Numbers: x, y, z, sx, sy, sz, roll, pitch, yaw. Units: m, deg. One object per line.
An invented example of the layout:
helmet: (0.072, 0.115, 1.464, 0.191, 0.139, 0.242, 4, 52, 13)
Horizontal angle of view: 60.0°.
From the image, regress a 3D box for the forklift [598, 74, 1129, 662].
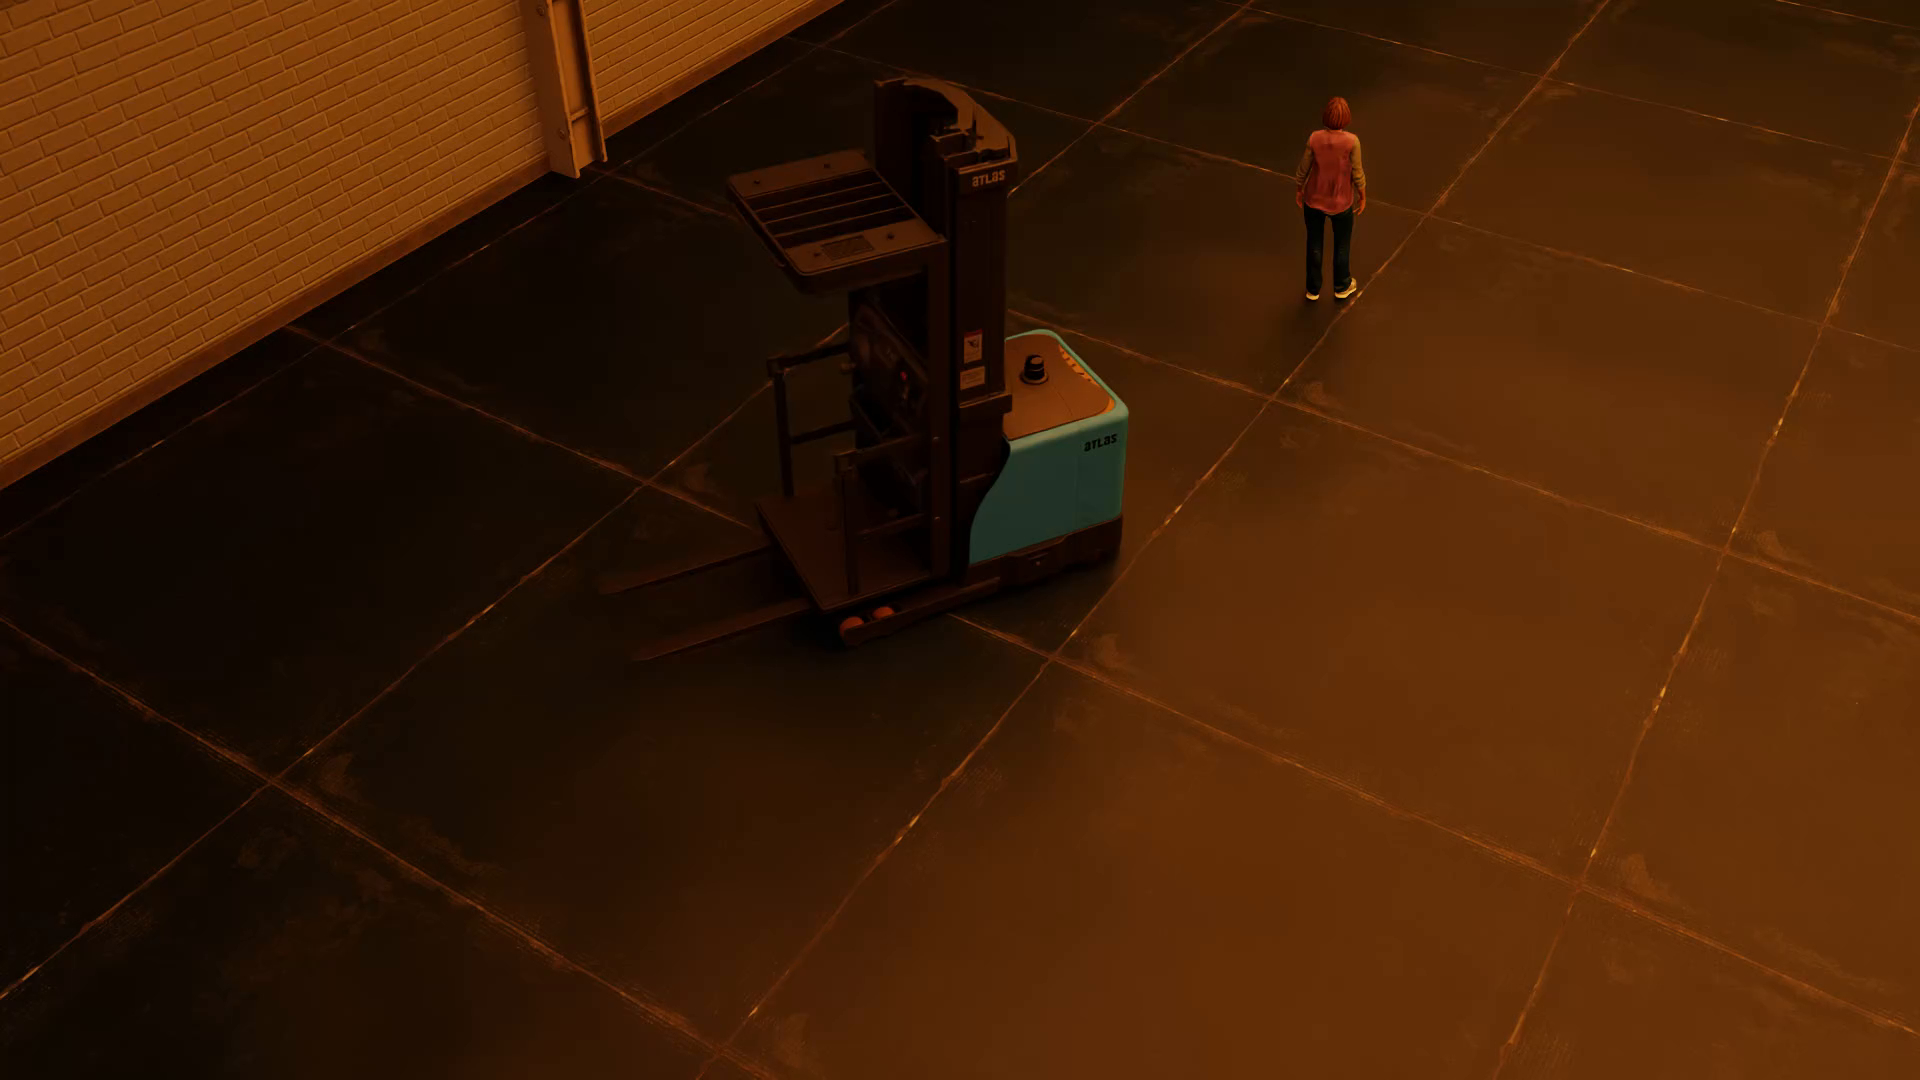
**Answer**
forklift: (-0.576, -0.905, 9.035, 3.031, 2.935, 1.130, -18, 43, -20)

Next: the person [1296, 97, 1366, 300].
person: (2.658, -2.447, 11.876, 0.520, 1.596, 0.475, 15, 43, 17)
